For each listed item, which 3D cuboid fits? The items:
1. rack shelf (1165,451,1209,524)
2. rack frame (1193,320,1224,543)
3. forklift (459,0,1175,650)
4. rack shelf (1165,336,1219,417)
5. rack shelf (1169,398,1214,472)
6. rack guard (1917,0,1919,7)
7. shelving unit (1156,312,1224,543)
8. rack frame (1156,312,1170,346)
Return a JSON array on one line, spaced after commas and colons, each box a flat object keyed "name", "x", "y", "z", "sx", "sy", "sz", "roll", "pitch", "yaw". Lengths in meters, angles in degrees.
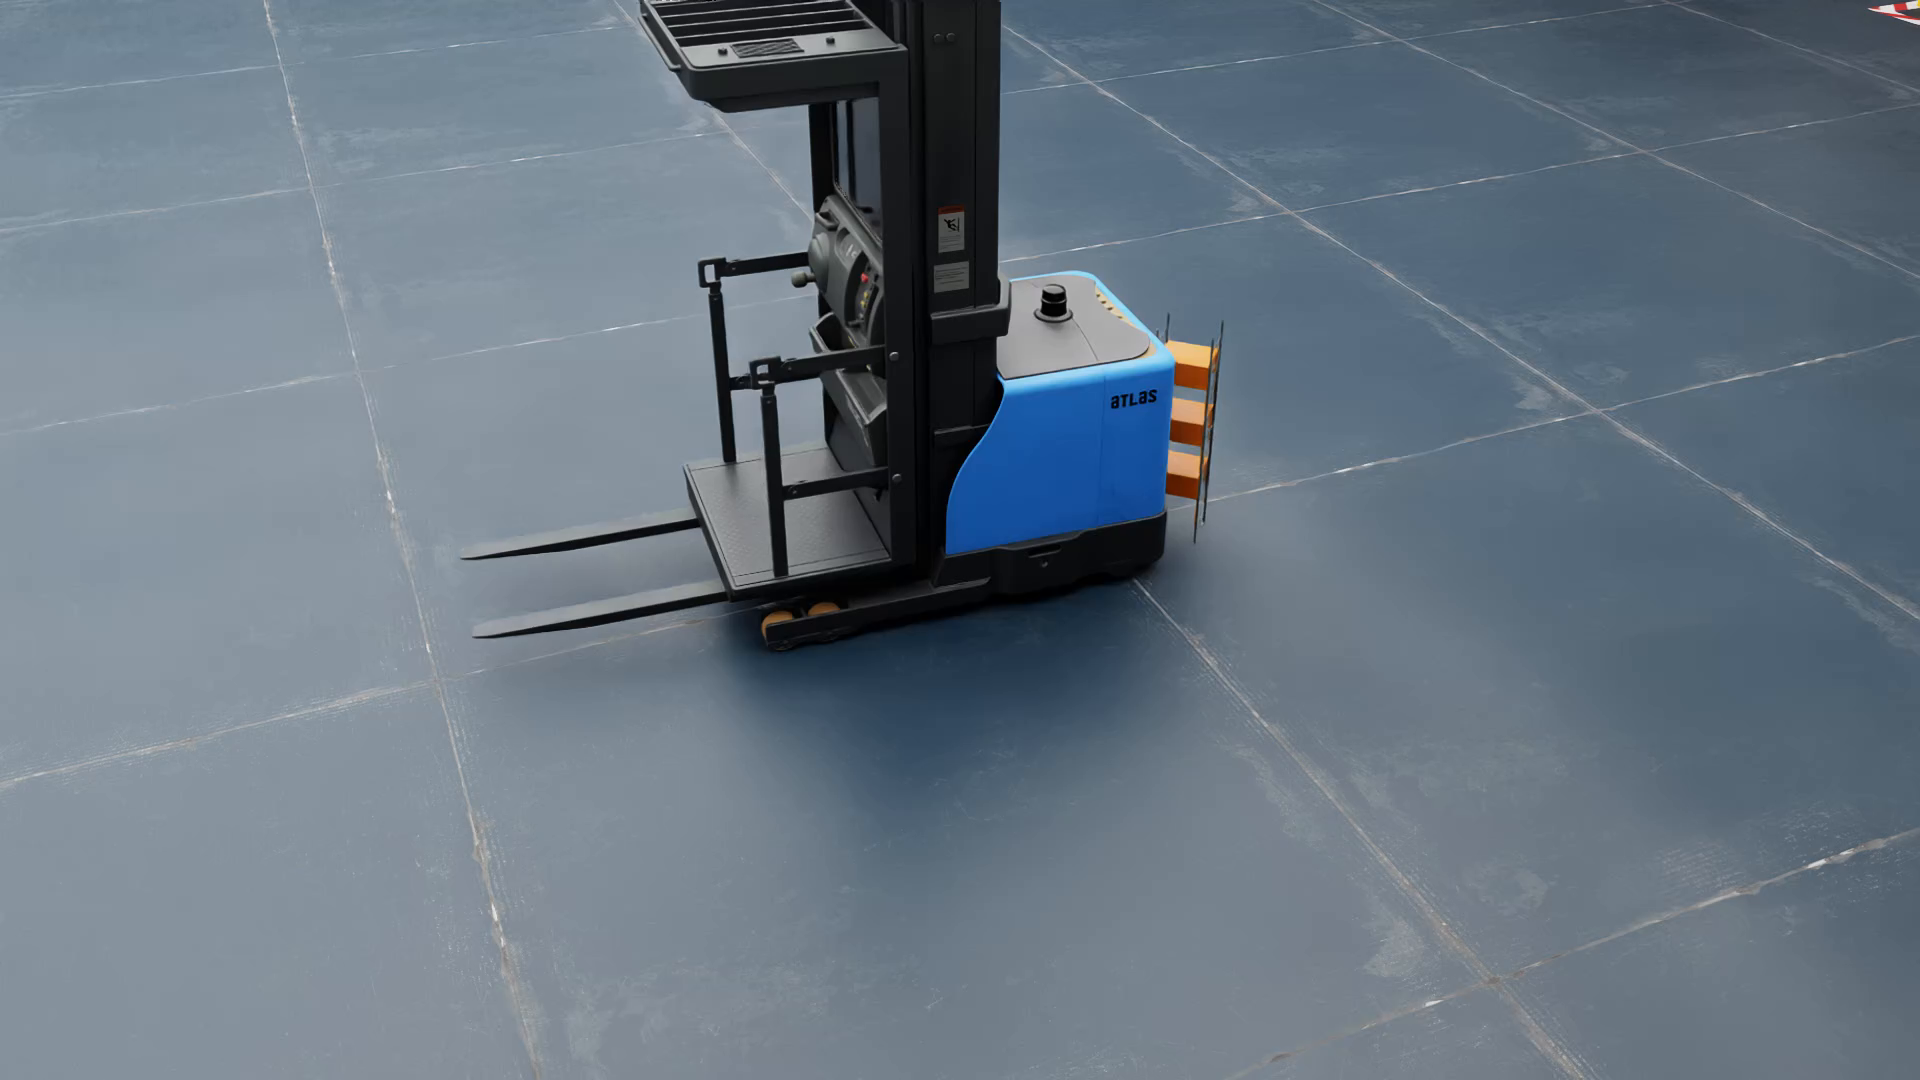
[{"name": "rack shelf", "x": 1.008, "y": -0.258, "z": 7.713, "sx": 0.240, "sy": 0.259, "sz": 0.215, "roll": 12, "pitch": 35, "yaw": 17}, {"name": "rack frame", "x": 1.122, "y": -0.476, "z": 7.519, "sx": 0.008, "sy": 1.050, "sz": 0.200, "roll": 12, "pitch": 35, "yaw": 17}, {"name": "forklift", "x": -0.650, "y": -1.087, "z": 6.732, "sx": 3.031, "sy": 2.935, "sz": 1.130, "roll": -11, "pitch": 35, "yaw": -16}, {"name": "rack shelf", "x": 1.008, "y": -0.729, "z": 7.407, "sx": 0.240, "sy": 0.259, "sz": 0.215, "roll": 12, "pitch": 35, "yaw": 17}, {"name": "rack shelf", "x": 1.008, "y": -0.491, "z": 7.562, "sx": 0.240, "sy": 0.259, "sz": 0.215, "roll": 12, "pitch": 35, "yaw": 17}, {"name": "rack guard", "x": 9.172, "y": -4.882, "z": 14.795, "sx": 0.348, "sy": 0.500, "sz": 1.175, "roll": -13, "pitch": 35, "yaw": -19}, {"name": "shelving unit", "x": 1.008, "y": -0.500, "z": 7.556, "sx": 0.252, "sy": 1.050, "sz": 0.215, "roll": 12, "pitch": 35, "yaw": 17}, {"name": "rack frame", "x": 0.894, "y": -0.524, "z": 7.592, "sx": 0.008, "sy": 1.050, "sz": 0.200, "roll": 12, "pitch": 35, "yaw": 17}]
